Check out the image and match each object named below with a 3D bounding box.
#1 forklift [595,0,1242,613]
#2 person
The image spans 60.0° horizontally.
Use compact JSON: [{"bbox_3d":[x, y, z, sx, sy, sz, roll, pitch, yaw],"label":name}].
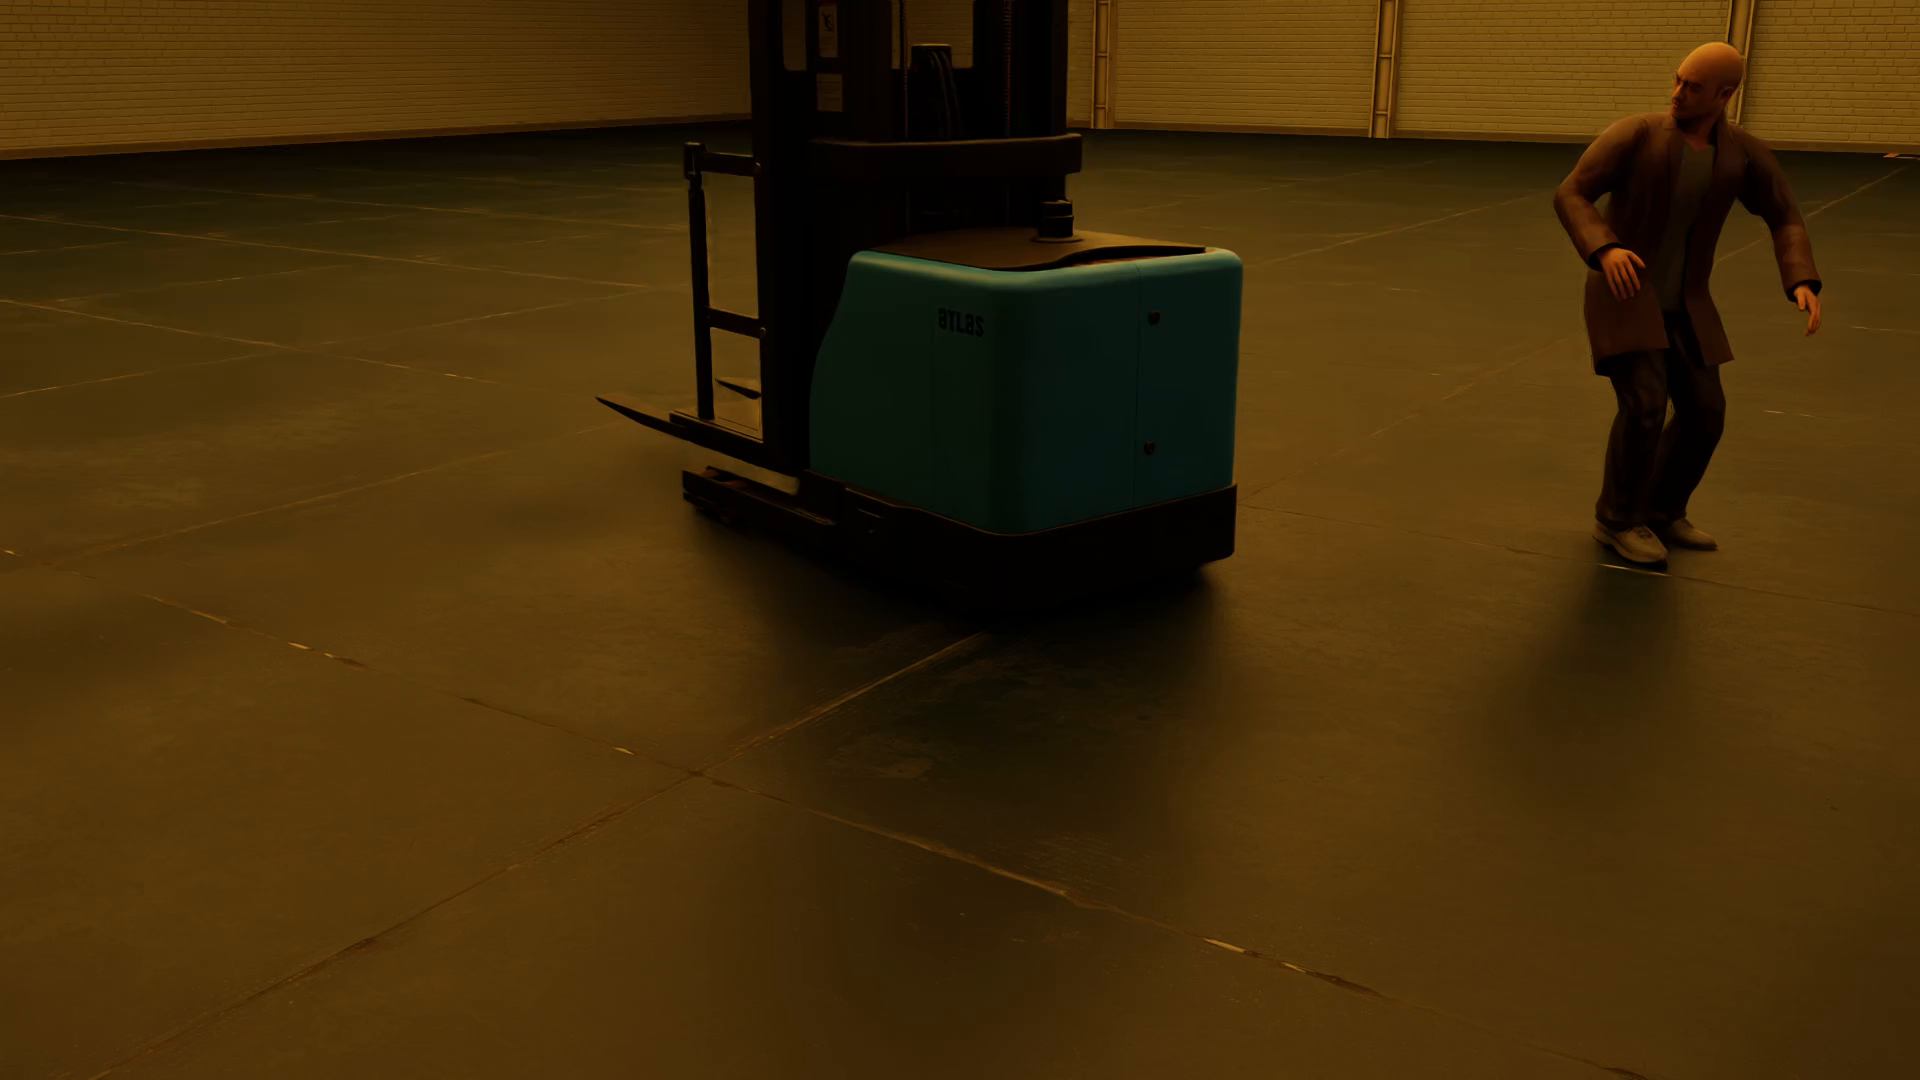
[{"bbox_3d":[-0.394,-1.540,5.983,1.130,2.935,3.031,-13,21,-37],"label":"forklift"},{"bbox_3d":[2.435,-0.776,5.622,0.830,1.723,0.576,-1,17,-5],"label":"person"}]
